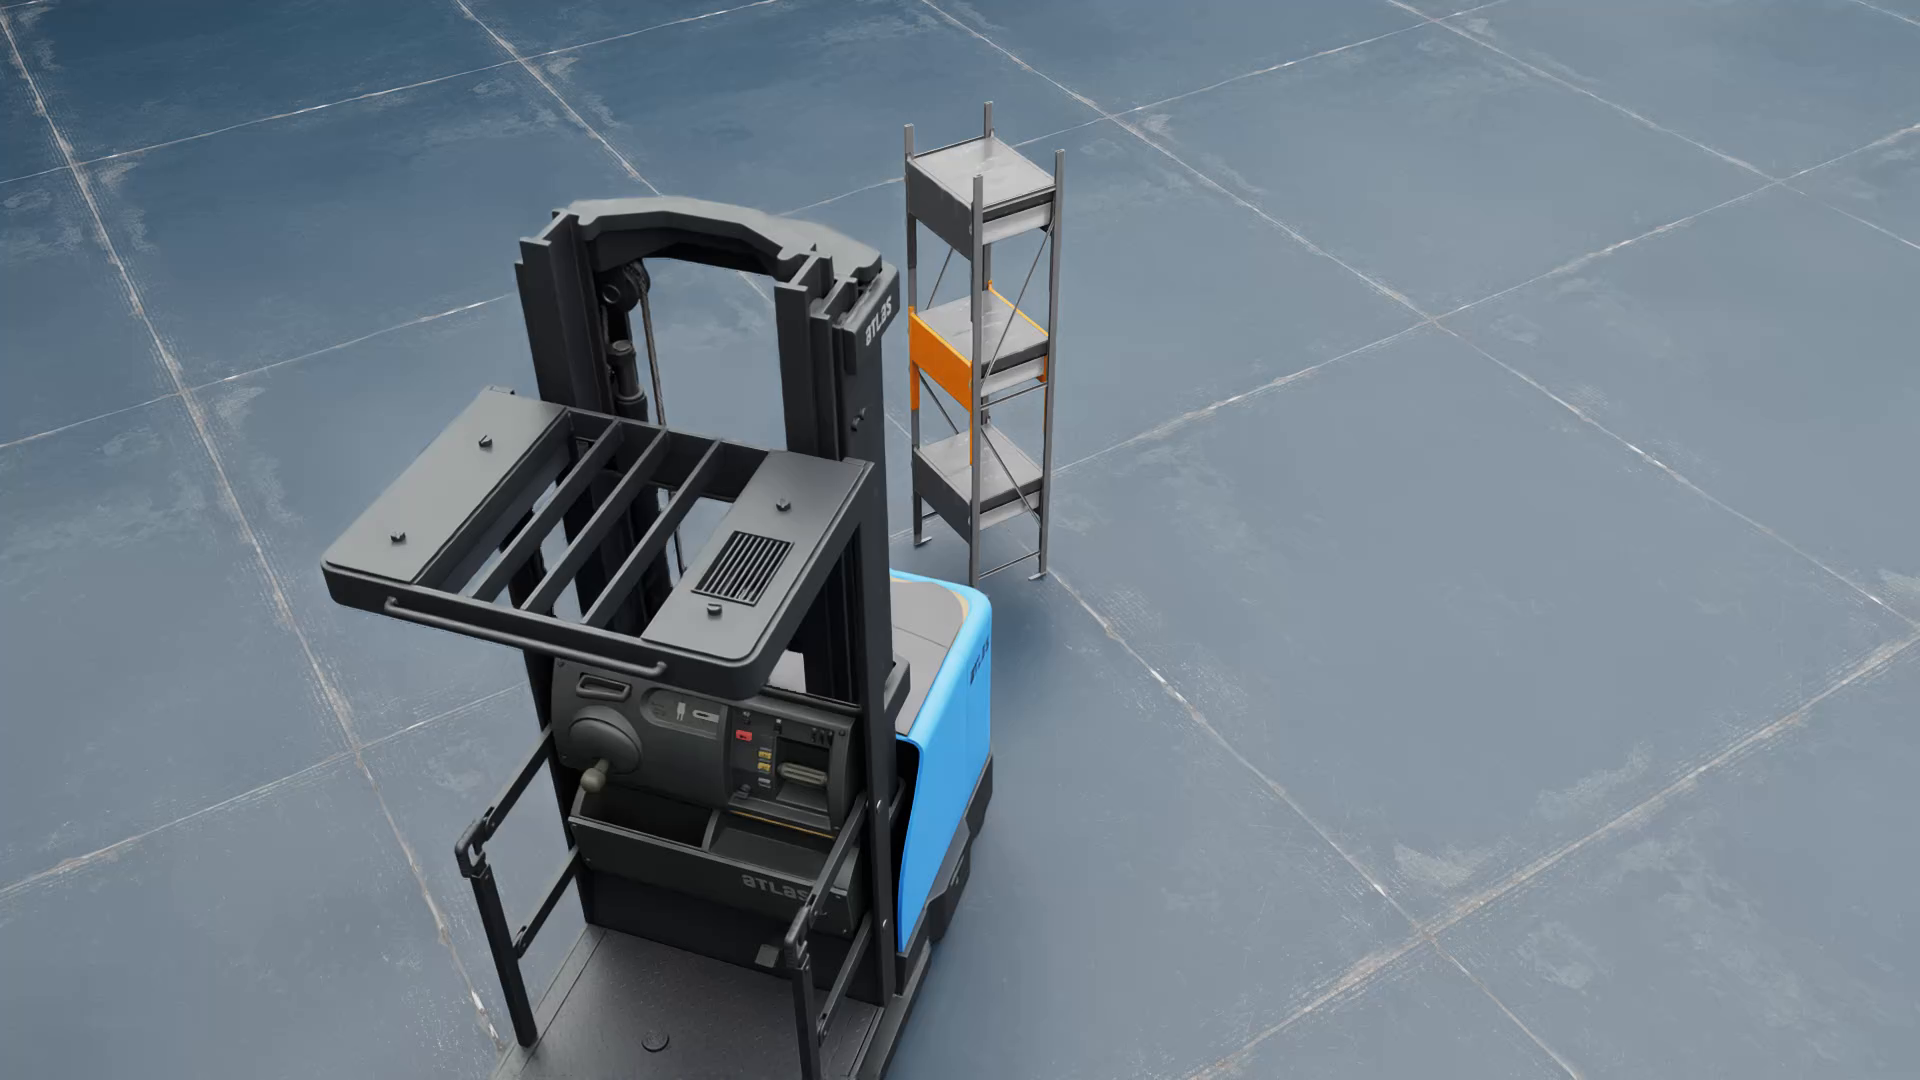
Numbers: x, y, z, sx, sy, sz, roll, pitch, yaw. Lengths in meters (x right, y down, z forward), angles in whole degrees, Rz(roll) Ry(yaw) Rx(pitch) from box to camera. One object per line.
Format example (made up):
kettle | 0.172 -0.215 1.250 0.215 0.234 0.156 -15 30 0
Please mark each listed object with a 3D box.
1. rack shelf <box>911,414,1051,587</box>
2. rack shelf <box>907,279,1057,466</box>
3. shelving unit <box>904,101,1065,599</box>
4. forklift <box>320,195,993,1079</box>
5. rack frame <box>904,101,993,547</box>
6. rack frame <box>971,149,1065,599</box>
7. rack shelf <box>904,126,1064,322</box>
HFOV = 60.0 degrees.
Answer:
rack shelf | 0.089 -0.169 7.427 0.431 0.518 0.480 -22 45 -24
rack shelf | 0.089 -0.707 6.979 0.431 0.518 0.480 -22 45 -24
shelving unit | 0.089 -0.717 6.971 0.431 2.100 0.503 -22 45 -24
forklift | -0.821 0.675 4.650 1.130 2.935 3.031 12 41 14
rack frame | -0.042 -0.849 7.129 0.400 2.100 0.015 -22 45 -24
rack frame | 0.220 -0.586 6.813 0.400 2.100 0.015 -22 45 -24
rack shelf | 0.089 -1.245 6.531 0.431 0.518 0.480 -22 45 -24
